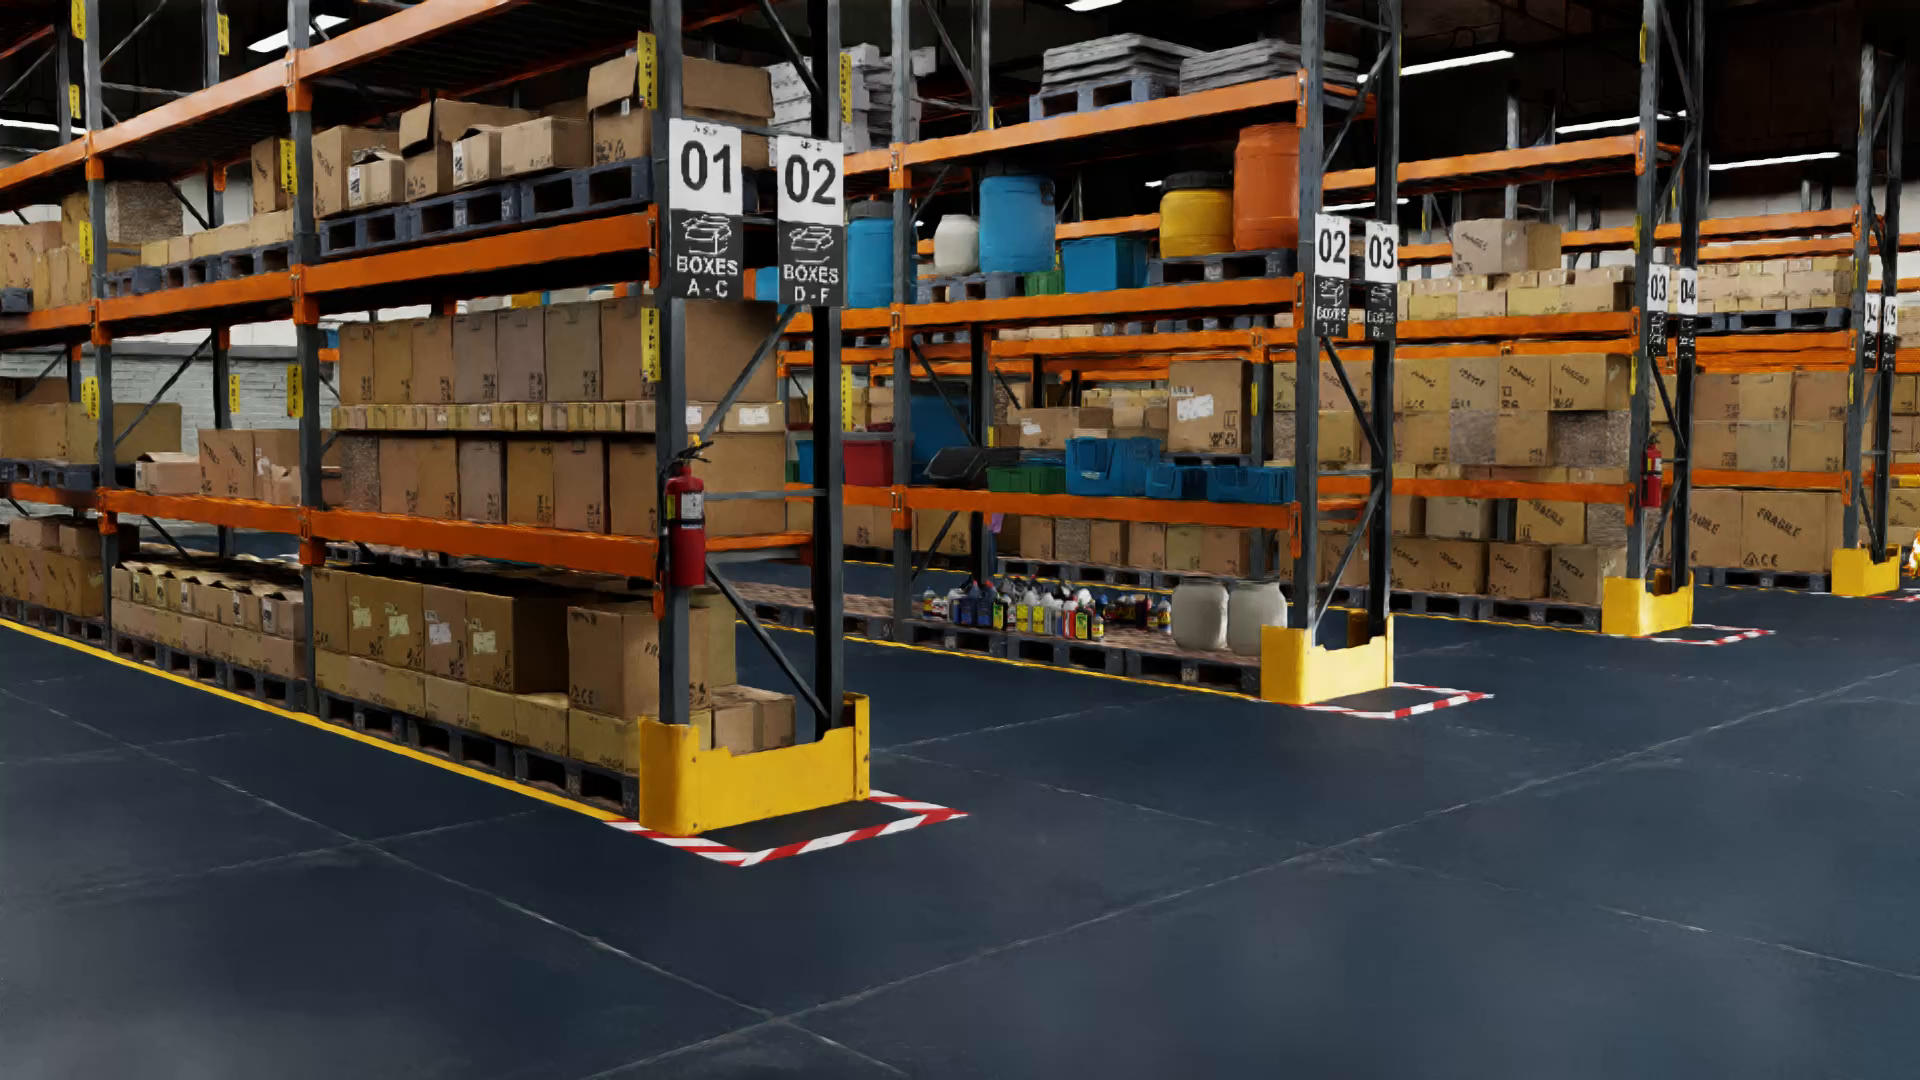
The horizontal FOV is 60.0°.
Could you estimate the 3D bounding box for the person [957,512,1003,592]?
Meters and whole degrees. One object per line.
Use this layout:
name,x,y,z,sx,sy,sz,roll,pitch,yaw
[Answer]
person,0.181,-0.061,15.602,0.488,1.592,0.475,1,4,8
